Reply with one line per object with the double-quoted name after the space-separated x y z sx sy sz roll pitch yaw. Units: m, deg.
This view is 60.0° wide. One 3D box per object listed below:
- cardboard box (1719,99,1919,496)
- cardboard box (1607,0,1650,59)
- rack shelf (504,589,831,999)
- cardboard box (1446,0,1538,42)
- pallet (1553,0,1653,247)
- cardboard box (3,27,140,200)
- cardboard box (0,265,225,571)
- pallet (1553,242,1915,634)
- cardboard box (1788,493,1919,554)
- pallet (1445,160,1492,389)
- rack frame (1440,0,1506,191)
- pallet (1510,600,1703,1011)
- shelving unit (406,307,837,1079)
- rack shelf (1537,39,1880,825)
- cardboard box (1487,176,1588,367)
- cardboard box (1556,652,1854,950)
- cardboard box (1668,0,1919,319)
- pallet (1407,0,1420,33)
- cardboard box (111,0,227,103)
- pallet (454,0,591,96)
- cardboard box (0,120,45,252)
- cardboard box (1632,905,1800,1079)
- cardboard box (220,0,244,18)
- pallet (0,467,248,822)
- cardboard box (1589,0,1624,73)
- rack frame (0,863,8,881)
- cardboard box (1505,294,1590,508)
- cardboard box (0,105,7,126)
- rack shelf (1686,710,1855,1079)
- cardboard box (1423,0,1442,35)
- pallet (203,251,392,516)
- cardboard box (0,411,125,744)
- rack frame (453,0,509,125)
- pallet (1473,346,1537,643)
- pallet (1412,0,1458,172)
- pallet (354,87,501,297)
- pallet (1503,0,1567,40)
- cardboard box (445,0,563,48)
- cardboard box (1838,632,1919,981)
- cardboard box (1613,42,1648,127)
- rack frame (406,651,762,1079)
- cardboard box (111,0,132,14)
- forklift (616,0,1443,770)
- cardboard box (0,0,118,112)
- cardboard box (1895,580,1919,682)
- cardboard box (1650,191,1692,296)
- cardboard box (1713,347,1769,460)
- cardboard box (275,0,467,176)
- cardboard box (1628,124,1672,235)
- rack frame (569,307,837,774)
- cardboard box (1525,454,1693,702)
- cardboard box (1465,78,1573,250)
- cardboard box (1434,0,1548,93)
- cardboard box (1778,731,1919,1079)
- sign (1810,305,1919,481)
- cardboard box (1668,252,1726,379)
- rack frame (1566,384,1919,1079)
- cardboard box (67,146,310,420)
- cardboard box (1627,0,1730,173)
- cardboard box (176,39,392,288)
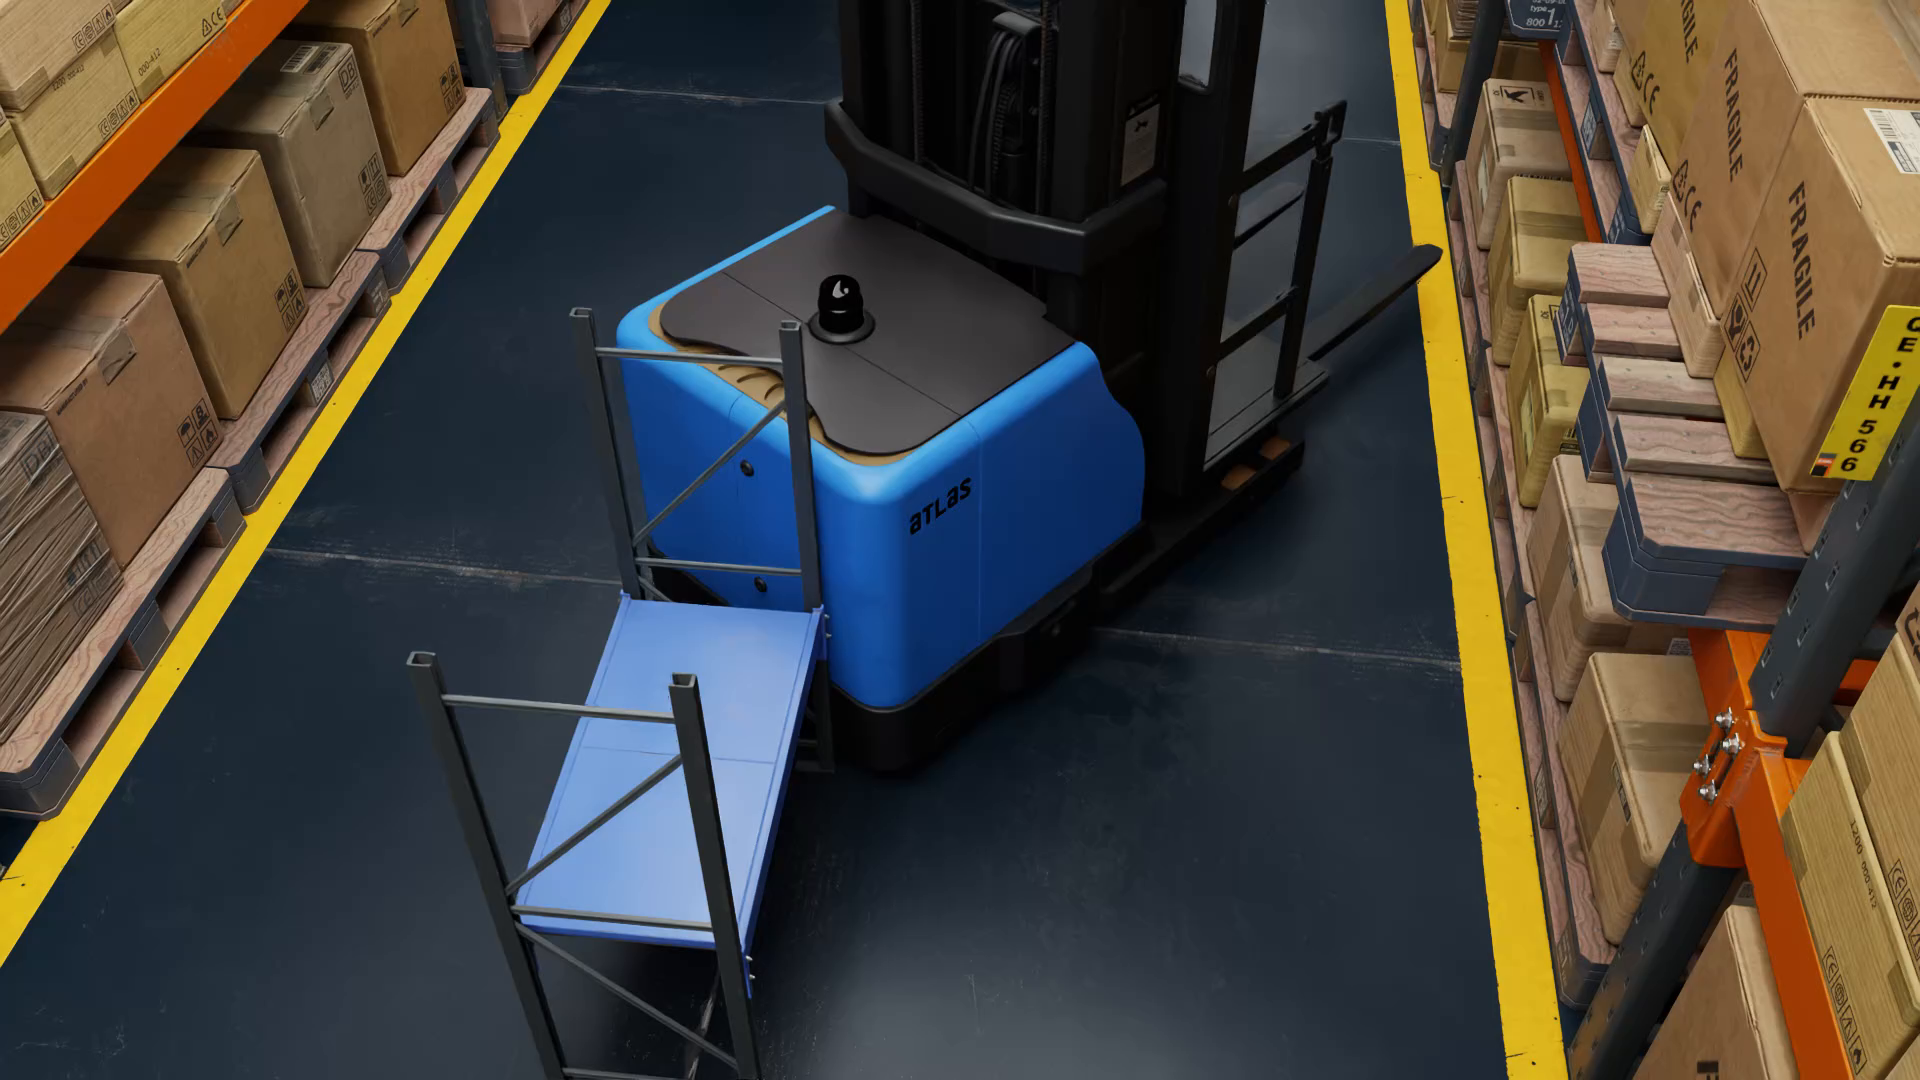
1.716 -0.414 2.911 0.500 0.500 0.500 4 44 4 "cardboard box"
1.912 -1.483 4.040 0.500 0.500 0.500 4 44 4 "cardboard box"
-0.644 0.548 3.842 0.538 0.185 1.000 4 44 4 "rack shelf"
2.272 -2.362 6.712 0.500 0.500 0.500 5 44 5 "cardboard box"
2.153 -1.065 4.332 1.003 0.211 1.213 5 44 6 "pallet"
-2.556 -1.150 4.392 0.500 0.250 0.500 4 44 4 "cardboard box"
-2.815 -0.390 4.902 0.875 0.625 0.625 7 44 7 "cardboard box"
1.920 -0.207 3.427 1.213 0.211 1.003 5 44 6 "pallet"
1.741 -0.088 3.038 0.380 0.149 0.250 7 44 7 "cardboard box"
2.359 -0.964 6.115 1.003 0.211 1.213 5 44 6 "pallet"
2.460 -2.508 5.717 1.000 3.000 0.127 5 44 6 "rack frame"
2.036 0.698 4.359 1.003 0.211 1.213 5 44 6 "pallet"
-0.644 0.417 3.719 0.538 1.500 1.048 4 44 4 "shelving unit"
2.196 -0.883 4.525 1.077 0.370 4.000 5 44 6 "rack shelf"
2.302 -0.858 5.580 0.950 0.372 0.625 8 44 8 "cardboard box"
2.016 0.636 4.003 0.950 0.372 0.625 3 43 3 "cardboard box"
1.773 -0.767 3.284 0.500 0.500 0.500 5 44 5 "cardboard box"
2.673 -2.790 8.043 1.003 0.211 1.213 5 44 6 "pallet"
-2.485 -1.503 4.765 0.500 0.250 0.500 7 44 7 "cardboard box"
-2.314 -2.482 7.718 1.003 0.211 1.213 5 44 6 "pallet"
-2.617 -0.798 4.021 0.500 0.250 0.500 4 44 5 "cardboard box"
1.758 1.301 2.935 0.875 0.875 0.875 5 44 5 "cardboard box"
-2.425 -1.856 5.137 0.500 0.250 0.500 5 44 6 "cardboard box"
-2.842 0.225 4.859 1.003 0.211 1.213 5 44 6 "pallet"
1.874 -1.335 4.356 0.380 0.149 0.250 7 44 7 "cardboard box"
-2.989 -0.230 3.312 1.000 3.000 0.127 5 44 6 "rack frame"
2.211 -0.384 5.080 0.950 0.372 0.625 7 44 7 "cardboard box"
-2.621 -0.979 3.847 0.500 0.250 0.500 7 44 7 "cardboard box"
1.667 1.843 1.646 1.077 0.370 4.000 5 44 6 "rack shelf"
2.332 -2.453 7.353 0.500 0.250 0.500 4 44 4 "cardboard box"
-2.678 -0.604 5.735 1.003 0.211 1.213 5 44 6 "pallet"
-2.893 0.056 4.431 0.875 0.625 0.625 7 44 7 "cardboard box"
-2.460 -2.956 6.191 1.000 3.000 0.127 5 44 6 "rack frame"
2.200 -0.131 5.234 1.003 0.211 1.213 5 44 6 "pallet"
2.514 -1.956 7.162 1.003 0.211 1.213 5 44 6 "pallet"
-2.519 -1.438 6.615 1.003 0.211 1.213 5 44 6 "pallet"
2.215 -1.930 5.247 1.003 0.211 1.213 5 44 6 "pallet"
-2.068 -2.410 7.308 0.500 0.250 0.500 6 44 6 "cardboard box"
1.620 0.414 2.376 0.500 0.250 0.500 5 44 5 "cardboard box"
1.868 -1.151 4.161 0.380 0.149 0.250 4 44 4 "cardboard box"
-0.698 0.765 3.351 0.500 1.500 0.032 4 44 4 "rack frame"
-2.491 -1.684 4.593 0.500 0.250 0.500 6 44 6 "cardboard box"
0.471 -1.361 4.556 1.130 2.935 3.031 33 53 30 "forklift"
-2.534 -1.334 4.222 0.500 0.250 0.500 4 44 4 "cardboard box"
1.624 0.133 2.128 0.500 0.500 0.500 4 44 4 "cardboard box"
1.735 -0.624 3.604 0.380 0.149 0.250 3 44 4 "cardboard box"
1.705 -0.277 3.238 0.380 0.149 0.250 6 44 6 "cardboard box"
-2.518 -1.890 6.486 0.875 0.625 0.625 7 44 7 "cardboard box"
1.758 -0.812 3.804 0.380 0.149 0.250 6 44 6 "cardboard box"
-0.591 0.070 4.086 0.500 1.500 0.032 4 44 4 "rack frame"
2.106 0.132 4.534 0.950 0.372 0.625 4 44 5 "cardboard box"
2.393 -1.348 6.098 0.950 0.372 0.625 6 44 6 "cardboard box"
2.272 -2.089 6.969 0.500 0.250 0.500 7 44 7 "cardboard box"
1.617 0.583 2.561 0.500 0.250 0.500 5 44 5 "cardboard box"
1.392 -0.216 2.512 0.100 0.325 0.005 5 44 6 "sign"
1.694 -0.453 3.424 0.380 0.149 0.250 5 44 5 "cardboard box"
1.931 0.218 2.838 1.000 3.000 0.127 5 44 6 "rack frame"
-2.726 -0.849 5.387 0.875 0.625 0.625 4 44 4 "cardboard box"
1.839 -1.111 3.647 0.500 0.500 0.500 3 43 3 "cardboard box"
-2.628 -1.362 5.928 0.875 0.625 0.625 5 44 5 "cardboard box"
